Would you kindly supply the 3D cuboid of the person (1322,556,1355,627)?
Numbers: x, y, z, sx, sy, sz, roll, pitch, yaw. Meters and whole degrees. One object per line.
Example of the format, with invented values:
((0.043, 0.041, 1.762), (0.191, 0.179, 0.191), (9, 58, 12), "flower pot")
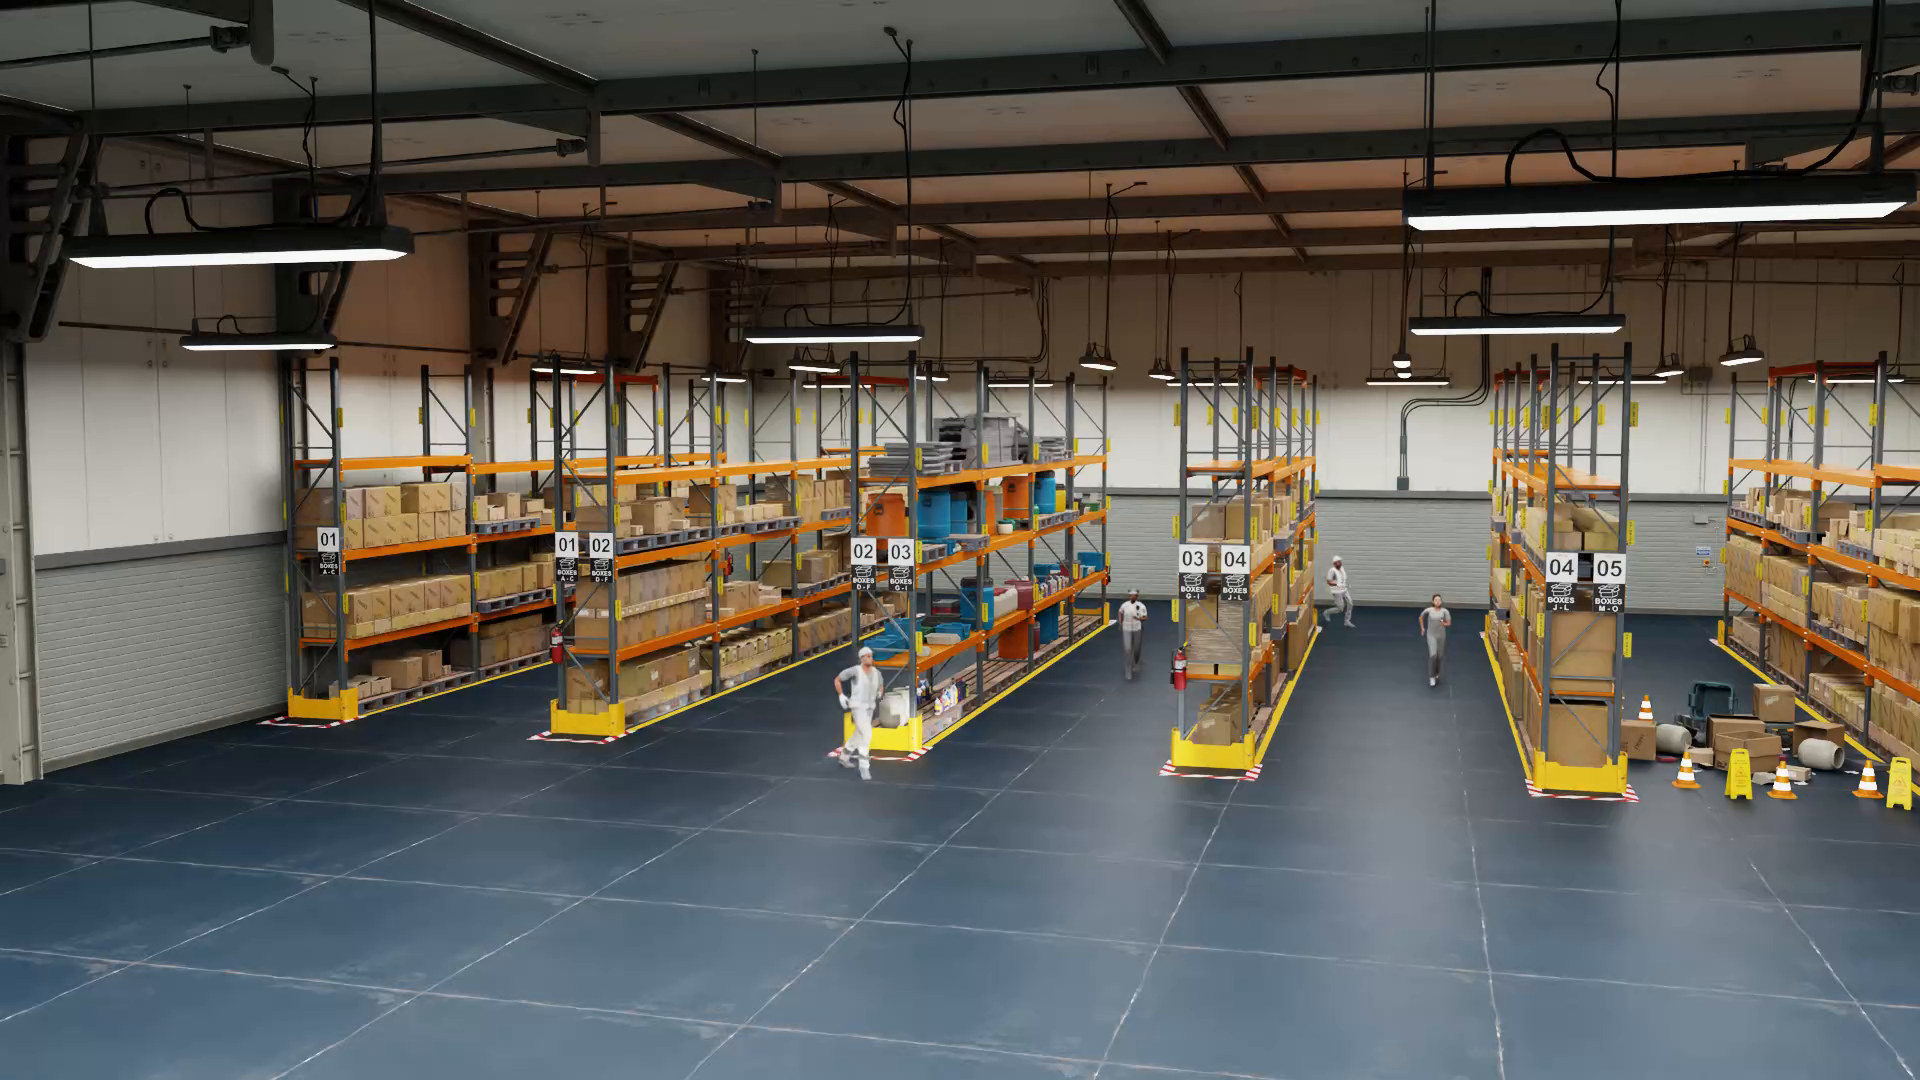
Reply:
((9.055, 1.232, 39.905), (0.734, 1.715, 0.711), (4, 6, 44), "person")

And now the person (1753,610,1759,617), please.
((18.241, 1.467, 37.739), (0.583, 1.551, 0.736), (-4, 6, -43), "person")

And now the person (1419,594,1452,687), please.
((8.948, 1.869, 31.284), (0.533, 1.724, 0.754), (0, 4, 3), "person")

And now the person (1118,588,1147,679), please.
((3.342, 1.774, 32.202), (0.566, 1.712, 0.908), (0, 4, 6), "person")

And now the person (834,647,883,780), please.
((-1.384, 2.410, 23.391), (0.769, 1.834, 0.662), (4, 6, 42), "person")
